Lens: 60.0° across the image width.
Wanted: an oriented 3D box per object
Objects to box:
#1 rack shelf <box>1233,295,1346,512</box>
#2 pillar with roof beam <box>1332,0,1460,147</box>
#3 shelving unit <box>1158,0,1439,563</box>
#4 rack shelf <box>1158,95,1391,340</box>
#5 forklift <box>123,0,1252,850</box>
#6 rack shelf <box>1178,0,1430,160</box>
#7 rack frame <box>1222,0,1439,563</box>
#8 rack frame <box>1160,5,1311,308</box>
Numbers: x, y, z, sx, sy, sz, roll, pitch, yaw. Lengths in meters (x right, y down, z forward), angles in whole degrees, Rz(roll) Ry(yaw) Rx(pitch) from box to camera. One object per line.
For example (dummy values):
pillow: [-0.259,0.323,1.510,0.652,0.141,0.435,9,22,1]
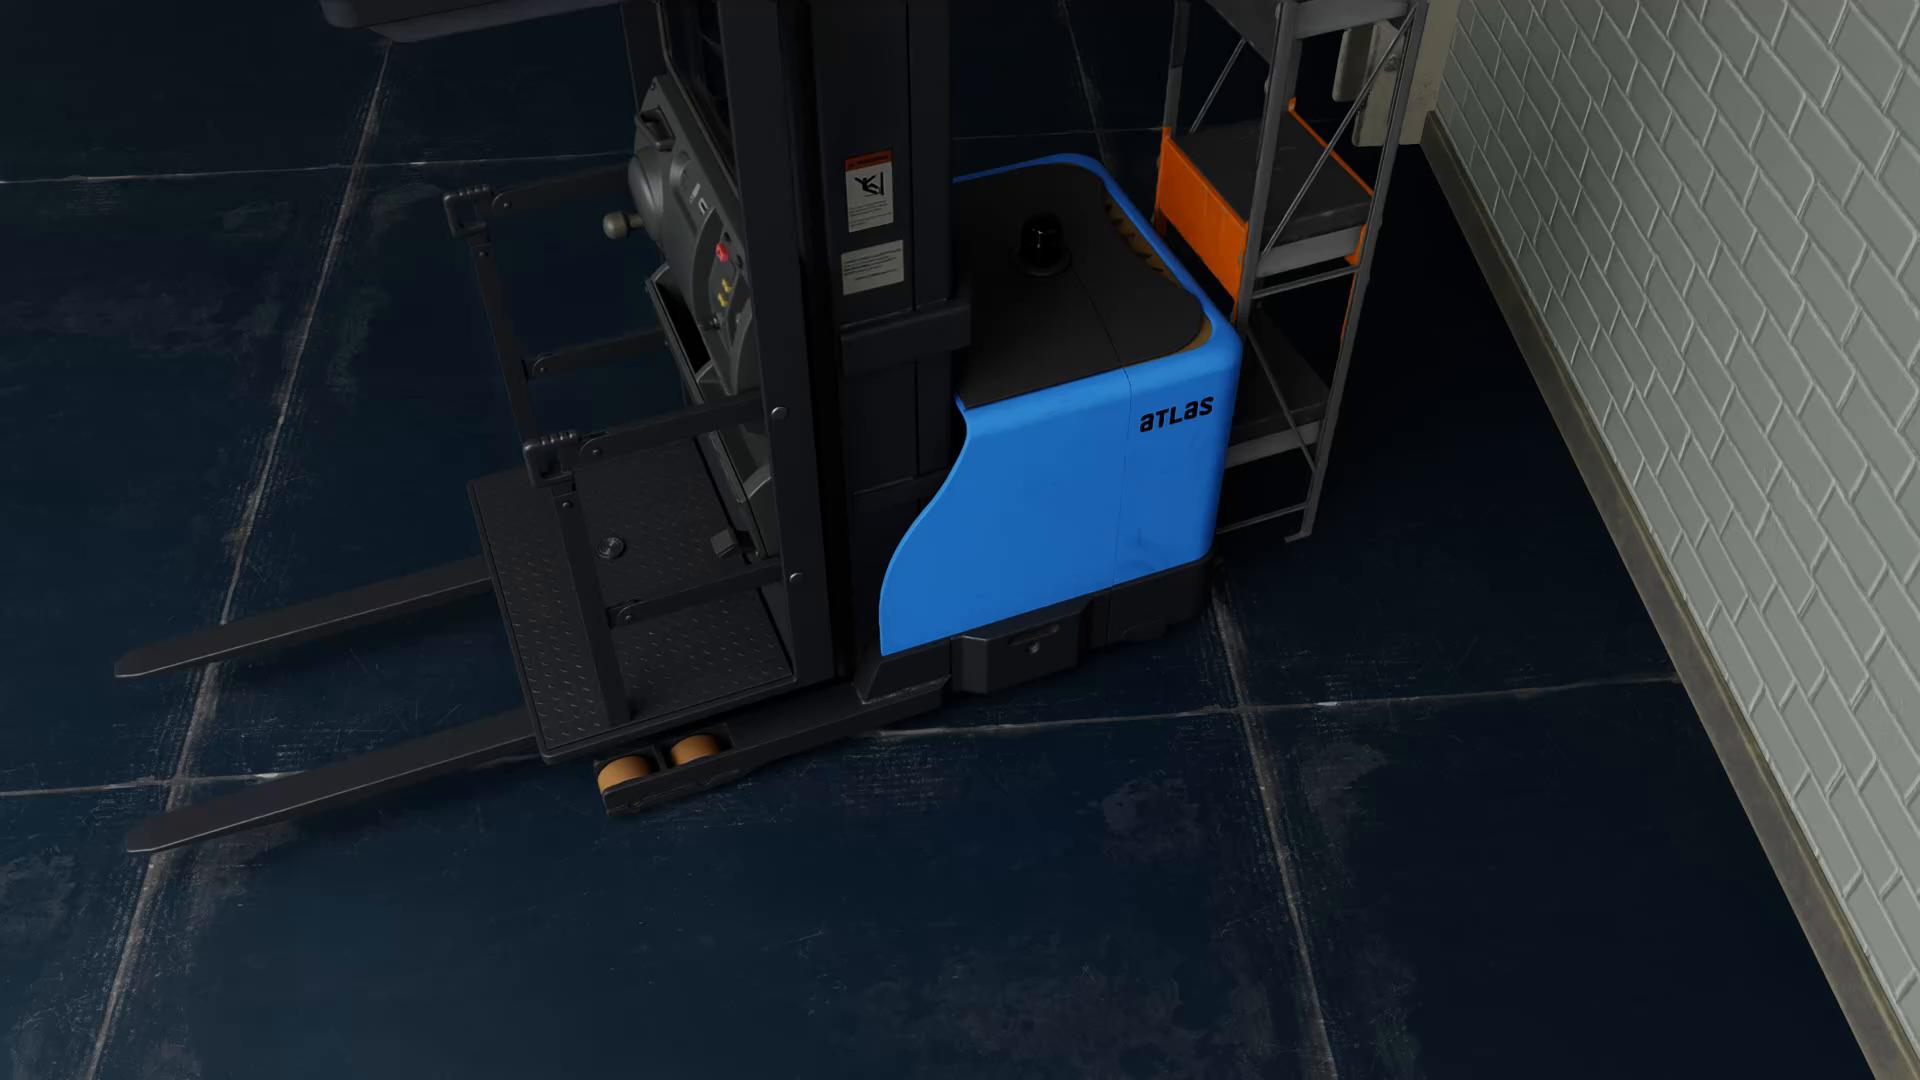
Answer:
rack shelf: [0.856,-0.368,5.135,0.431,0.518,0.480,-16,49,-15]
pillar with roof beam: [-2.548,-4.586,3.395,9.100,9.000,0.400,-3,47,-3]
shelving unit: [0.856,-0.859,4.617,0.431,2.100,0.503,-16,49,-15]
rack shelf: [0.856,-0.849,4.627,0.431,0.518,0.480,-16,49,-15]
forklift: [-0.798,-0.706,3.900,3.031,2.935,1.130,-16,49,-15]
rack shelf: [0.856,-1.331,4.119,0.431,0.518,0.480,-16,49,-15]
rack frame: [0.947,-0.694,4.461,0.400,2.100,0.015,-16,49,-15]
rack frame: [0.766,-1.023,4.773,0.400,2.100,0.015,-16,49,-15]
